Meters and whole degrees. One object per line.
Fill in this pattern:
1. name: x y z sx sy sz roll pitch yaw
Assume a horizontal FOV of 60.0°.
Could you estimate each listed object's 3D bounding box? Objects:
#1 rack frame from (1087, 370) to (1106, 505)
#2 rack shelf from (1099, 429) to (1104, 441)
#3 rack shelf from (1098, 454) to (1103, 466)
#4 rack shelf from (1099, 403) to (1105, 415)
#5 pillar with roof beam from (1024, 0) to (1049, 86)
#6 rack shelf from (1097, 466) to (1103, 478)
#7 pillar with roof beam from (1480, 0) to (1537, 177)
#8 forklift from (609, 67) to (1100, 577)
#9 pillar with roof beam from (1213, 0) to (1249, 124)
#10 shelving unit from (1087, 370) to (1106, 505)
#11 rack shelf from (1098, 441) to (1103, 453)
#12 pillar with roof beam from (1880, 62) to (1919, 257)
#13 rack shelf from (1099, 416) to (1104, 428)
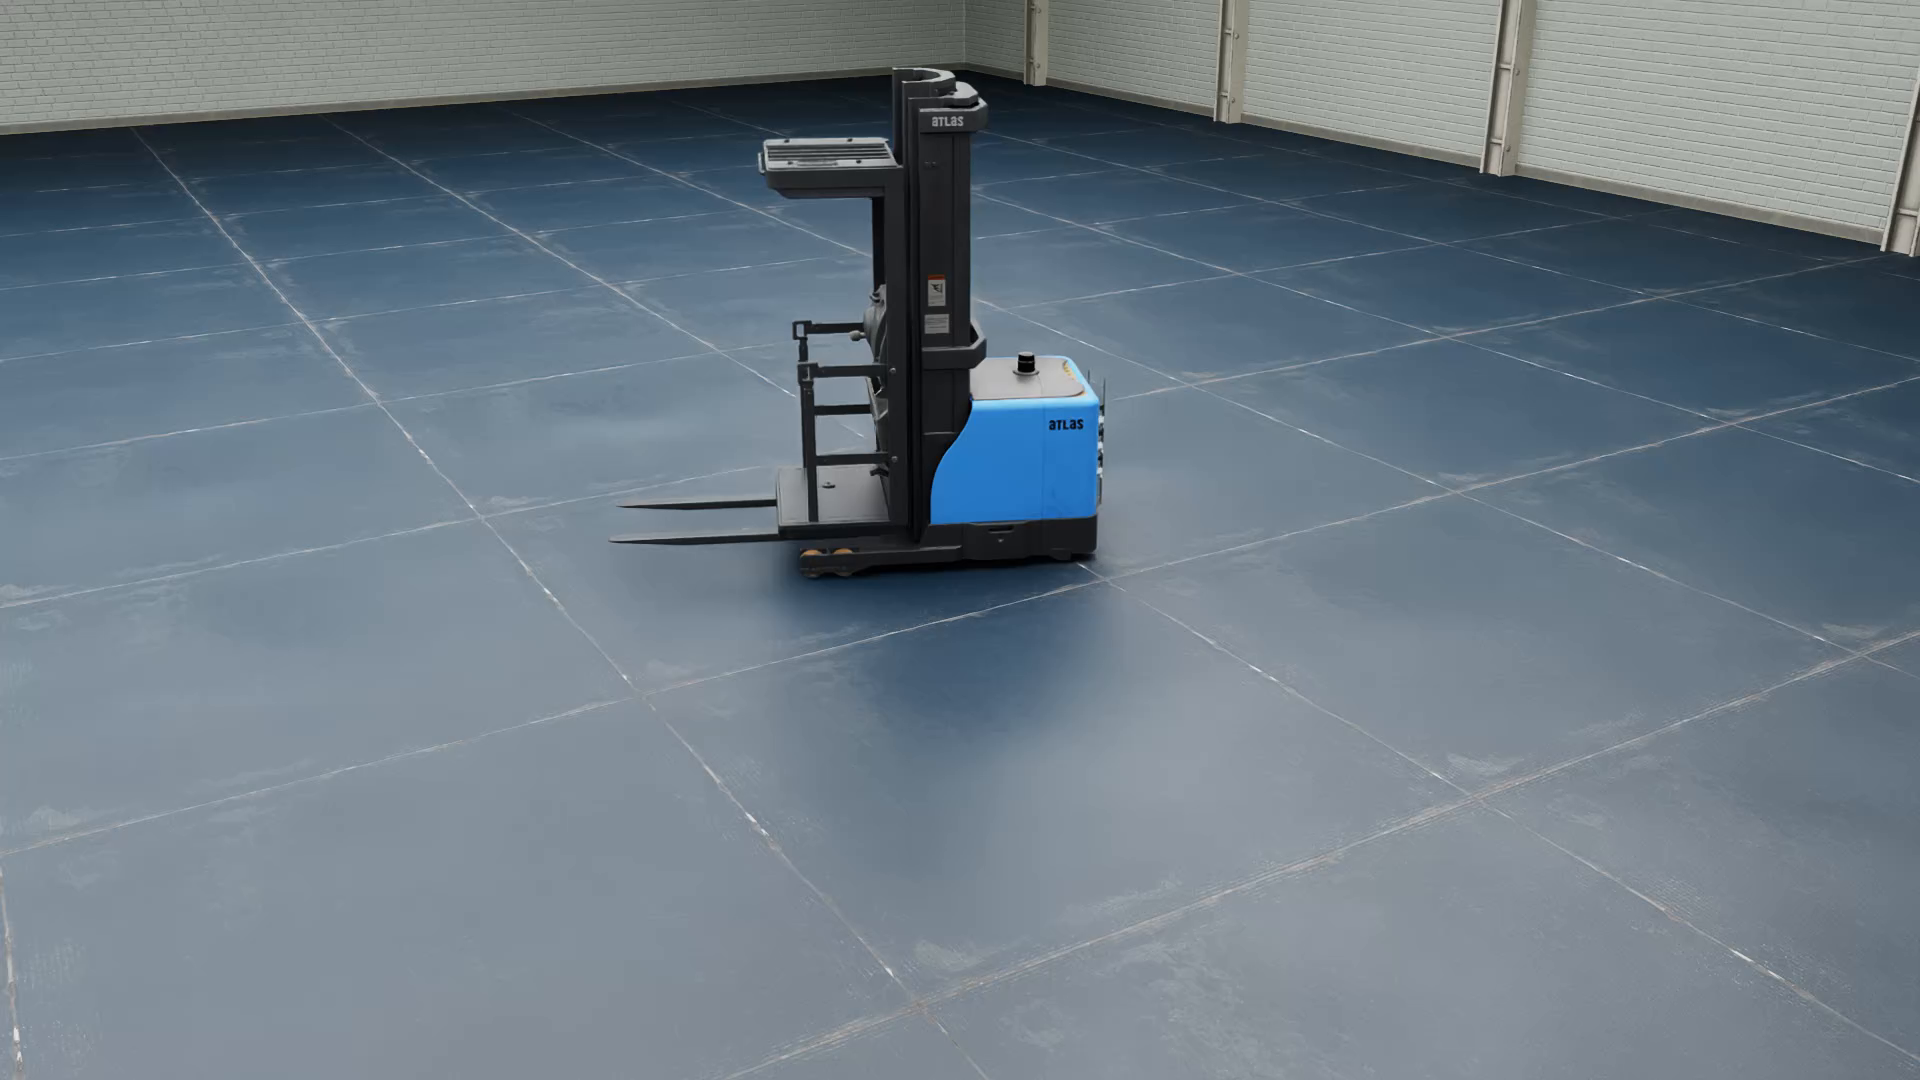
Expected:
1. rack frame: 0.916 -0.695 11.327 0.006 0.900 0.240 -10 24 -23
2. rack shelf: 0.824 -0.732 11.267 0.200 0.077 0.258 -10 24 -23
3. rack shelf: 0.824 -0.565 11.334 0.200 0.077 0.258 -10 24 -23
4. rack shelf: 0.824 -0.899 11.199 0.200 0.077 0.258 -10 24 -23
5. pillar with roof beam: -2.197 -12.429 29.440 9.100 9.000 0.400 -13 25 -28
6. rack shelf: 0.824 -0.482 11.368 0.200 0.077 0.258 -10 24 -23
7. pillar with roof beam: 3.933 -8.545 19.883 9.100 9.000 0.400 -13 25 -28
8. forklift: -0.690 -1.338 10.211 3.031 2.935 1.130 -3 22 -6
9. pillar with roof beam: 0.868 -10.487 24.661 9.100 9.000 0.400 -13 25 -28
10. shelving unit: 0.824 -0.679 11.288 0.210 0.900 0.258 -10 24 -23
11. rack shelf: 0.824 -0.649 11.300 0.200 0.077 0.258 -10 24 -23
12. pillar with roof beam: 6.998 -6.602 15.104 9.100 9.000 0.400 -13 25 -28
13. rack shelf: 0.824 -0.815 11.233 0.200 0.077 0.258 -10 24 -23
